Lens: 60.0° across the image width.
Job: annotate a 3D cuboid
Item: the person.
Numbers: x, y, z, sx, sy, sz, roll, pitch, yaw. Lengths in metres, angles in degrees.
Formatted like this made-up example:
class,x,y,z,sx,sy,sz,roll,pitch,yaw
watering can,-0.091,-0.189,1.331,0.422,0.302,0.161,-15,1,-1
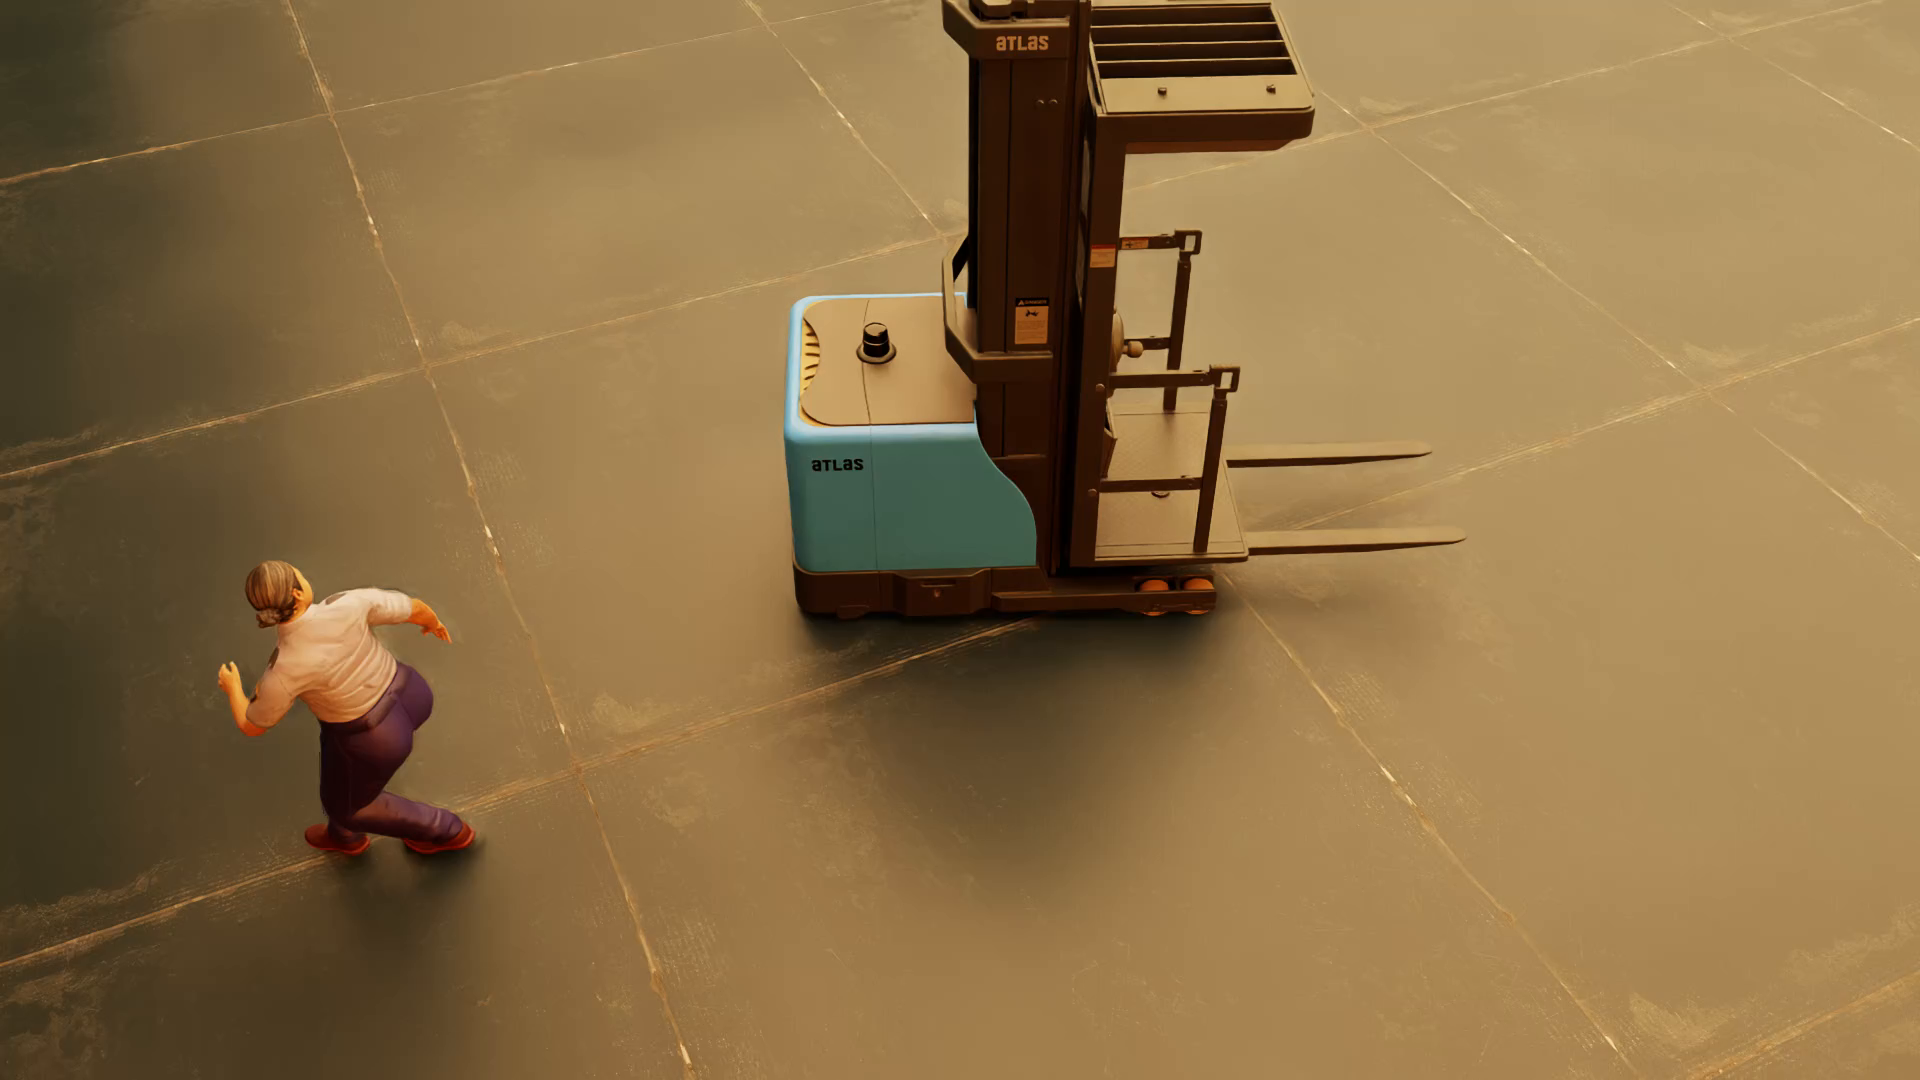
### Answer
class,x,y,z,sx,sy,sz,roll,pitch,yaw
person,-2.265,0.575,6.120,0.789,1.533,0.776,11,44,11

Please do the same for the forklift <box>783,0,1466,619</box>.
class,x,y,z,sx,sy,sz,roll,pitch,yaw
forklift,0.759,-1.095,6.853,3.031,2.935,1.130,-2,43,-2
